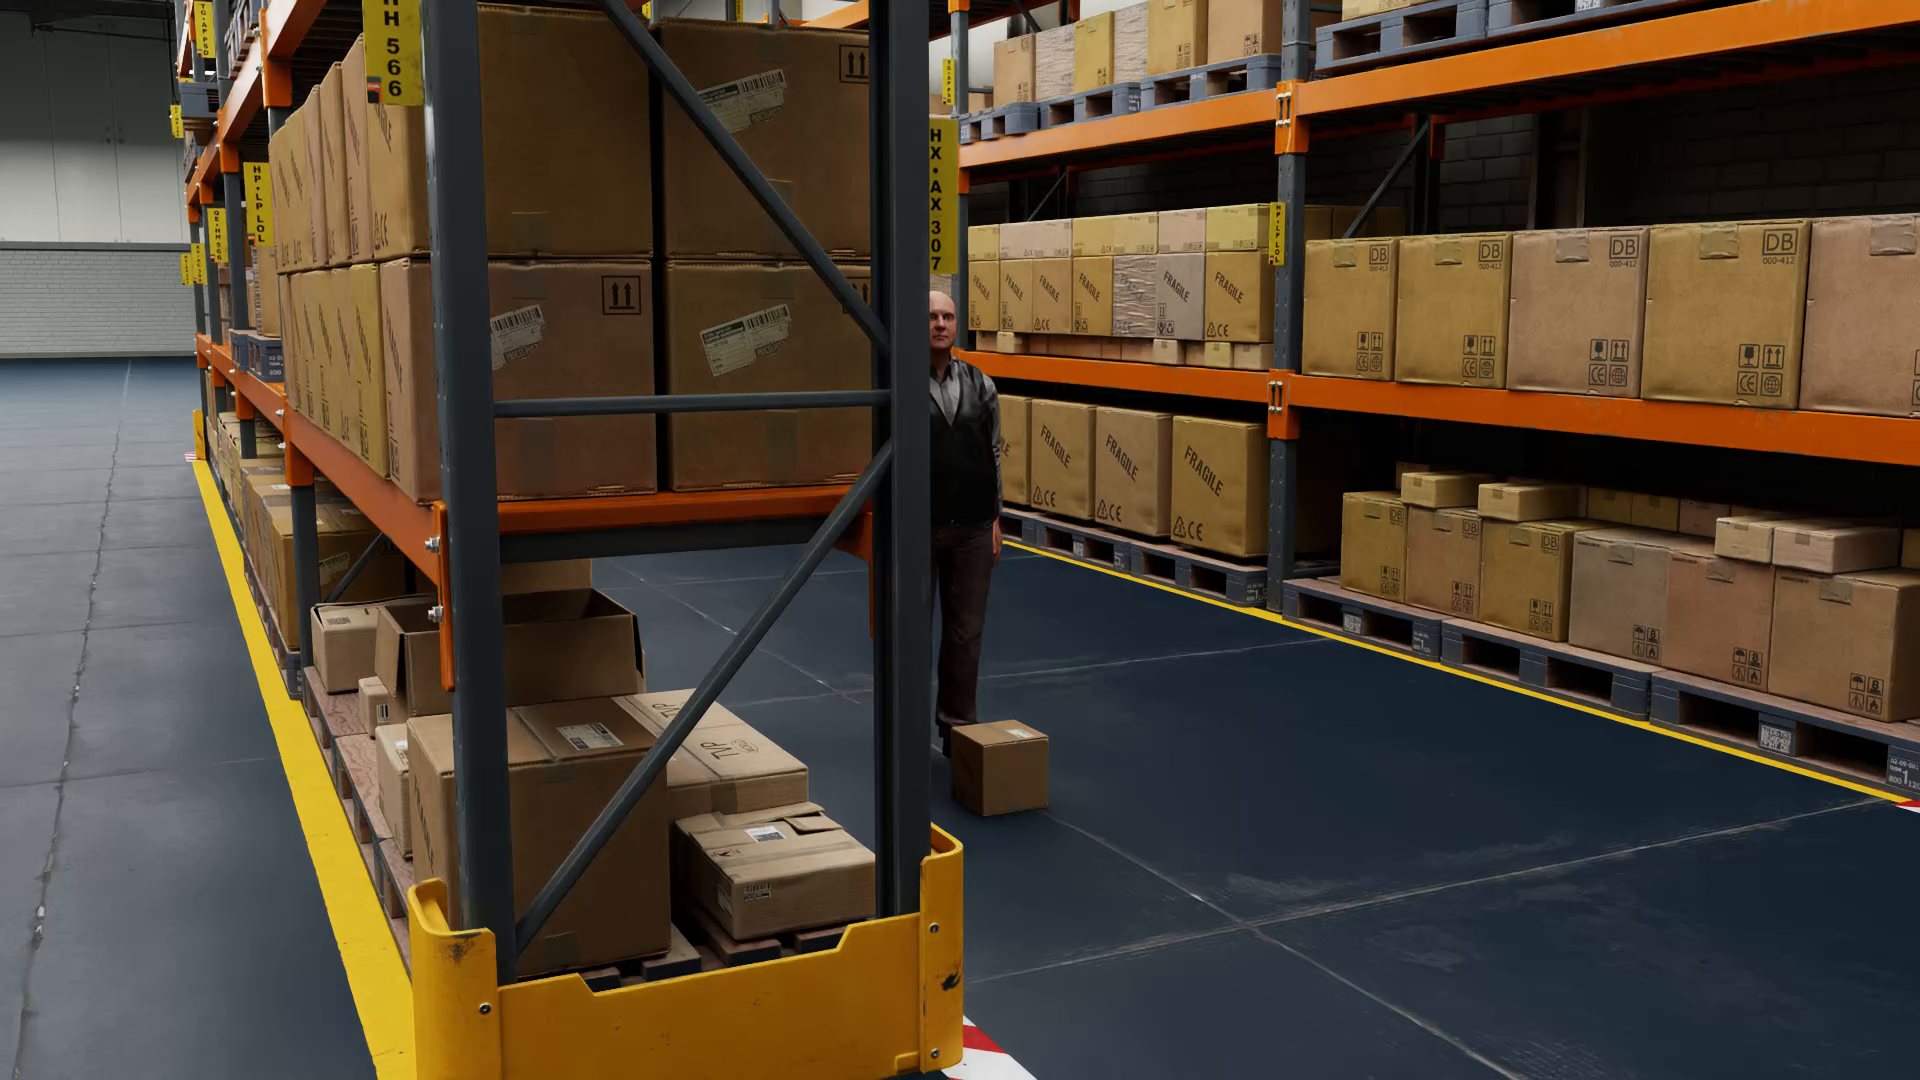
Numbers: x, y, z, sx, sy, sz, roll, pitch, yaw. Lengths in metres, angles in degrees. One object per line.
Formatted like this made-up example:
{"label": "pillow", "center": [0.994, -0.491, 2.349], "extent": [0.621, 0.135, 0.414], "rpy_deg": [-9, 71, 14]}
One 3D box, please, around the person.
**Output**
{"label": "person", "center": [-0.090, -0.032, 6.028], "extent": [0.561, 1.720, 0.384], "rpy_deg": [-3, 9, -19]}
